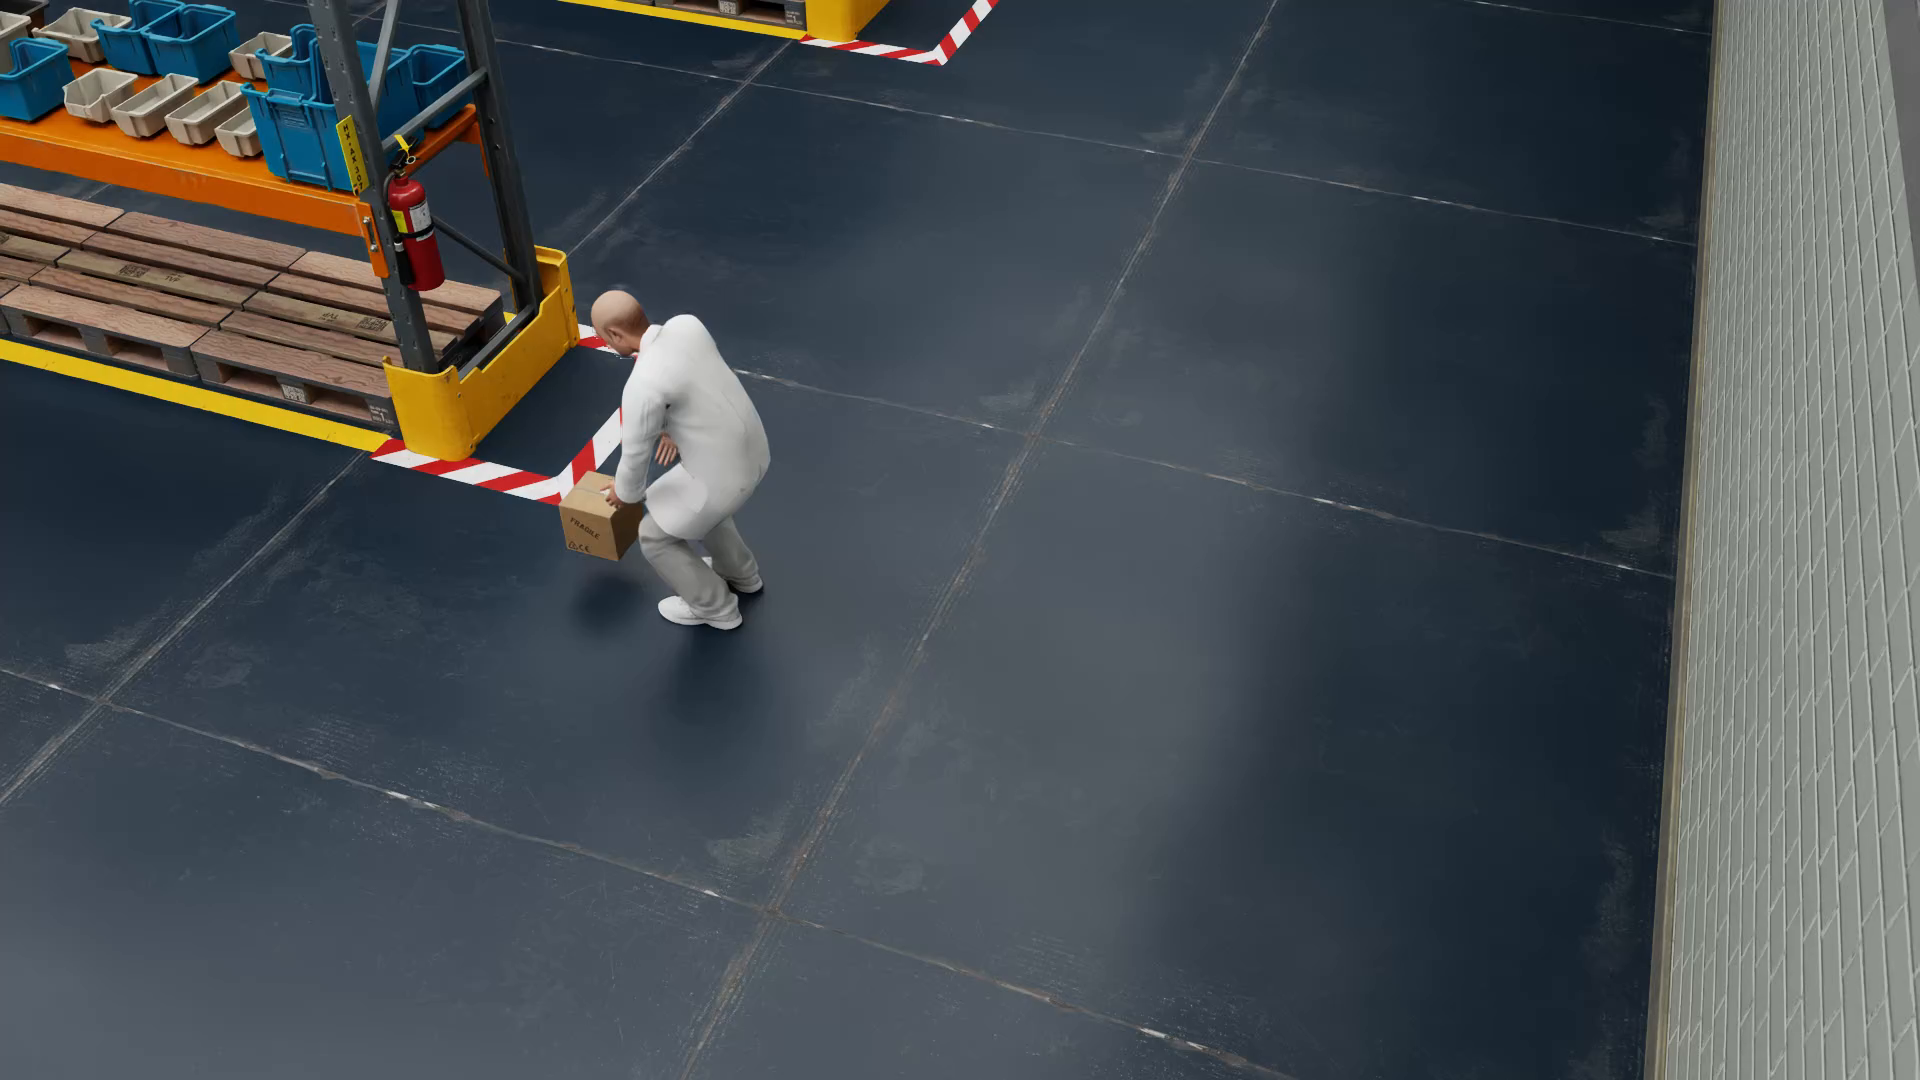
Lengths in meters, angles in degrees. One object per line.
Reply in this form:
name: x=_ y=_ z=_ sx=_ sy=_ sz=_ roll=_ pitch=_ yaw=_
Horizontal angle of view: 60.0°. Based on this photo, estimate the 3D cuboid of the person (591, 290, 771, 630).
person: x=-1.098 y=-0.305 z=6.709 sx=0.636 sy=1.538 sz=0.626 roll=14 pitch=43 yaw=15
